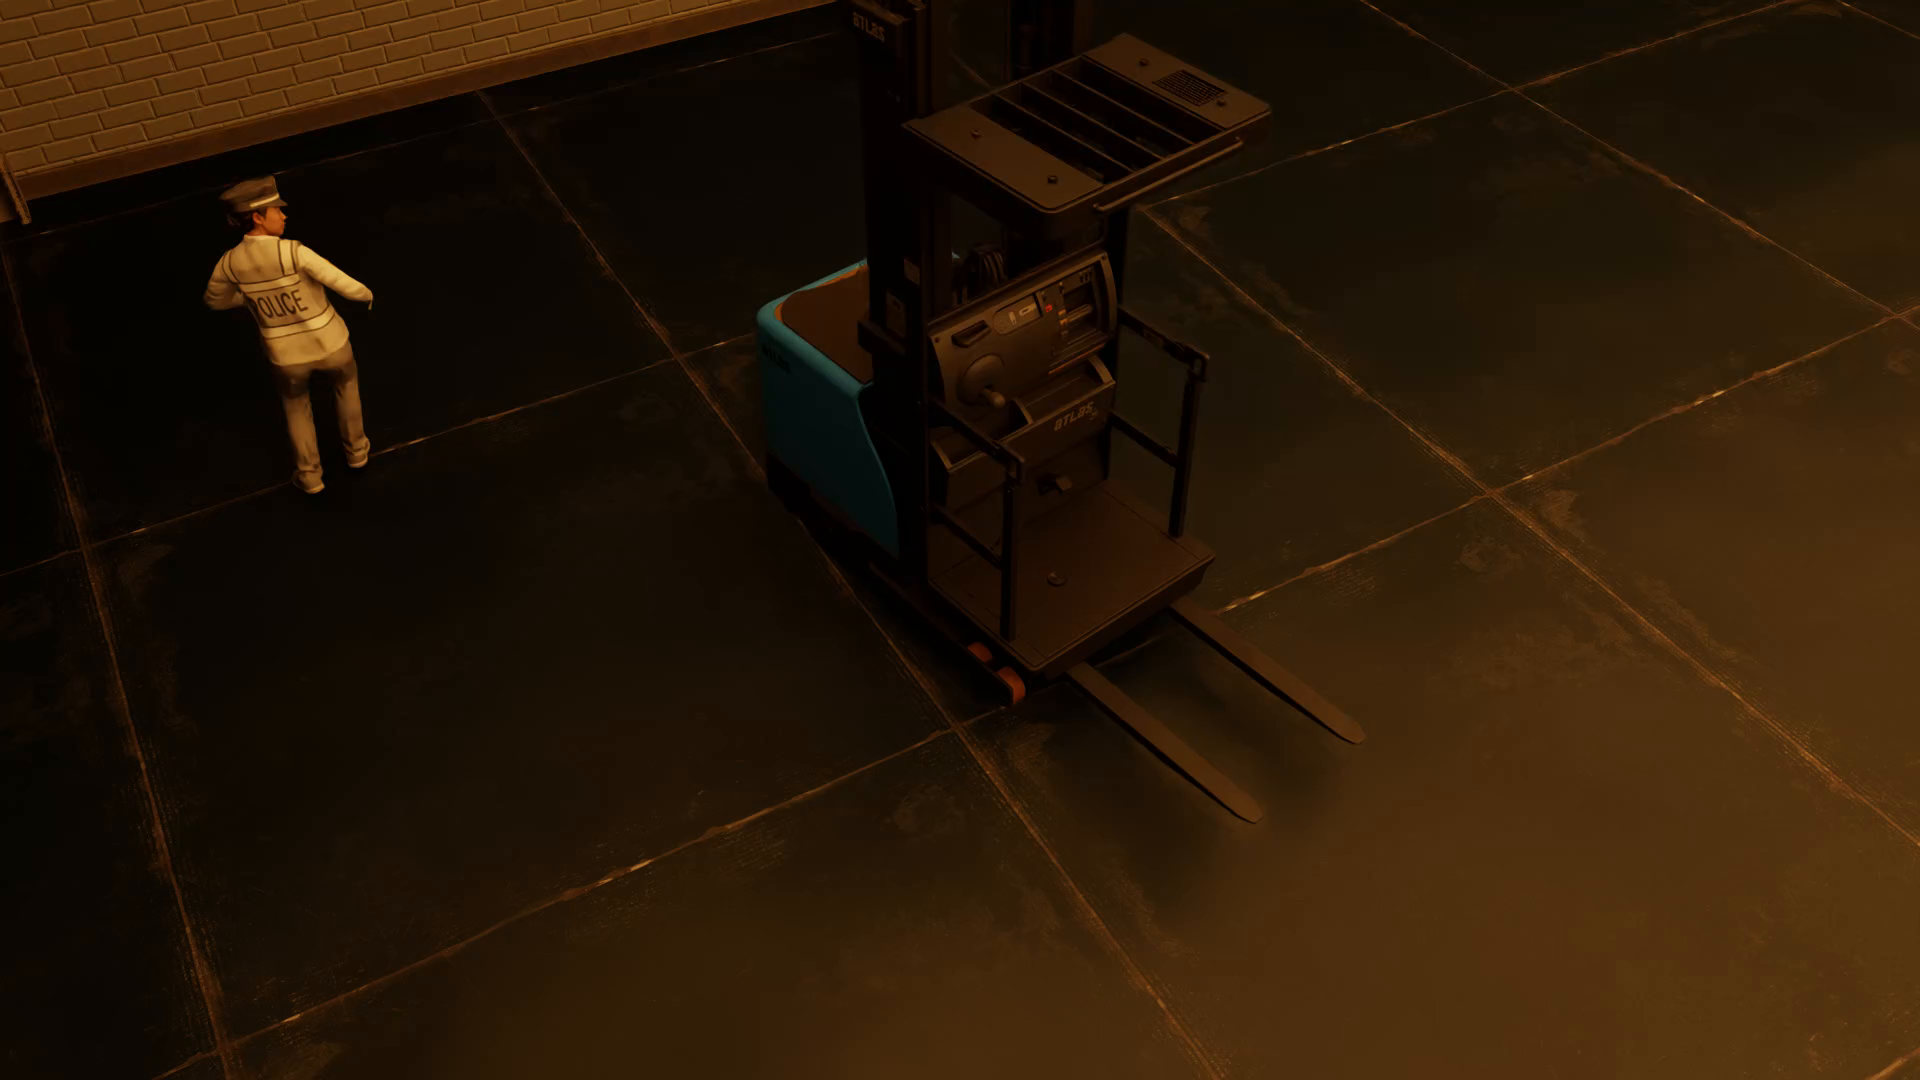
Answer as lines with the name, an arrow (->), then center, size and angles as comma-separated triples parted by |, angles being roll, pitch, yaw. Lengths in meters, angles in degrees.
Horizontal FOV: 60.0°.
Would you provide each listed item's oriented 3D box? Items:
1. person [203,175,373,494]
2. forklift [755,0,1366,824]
person -> -3.067, -0.962, 7.736 | 0.729, 1.626, 0.624 | -9, 44, -9
forklift -> 0.403, -0.760, 6.518 | 1.130, 2.935, 3.031 | -30, 50, -28
